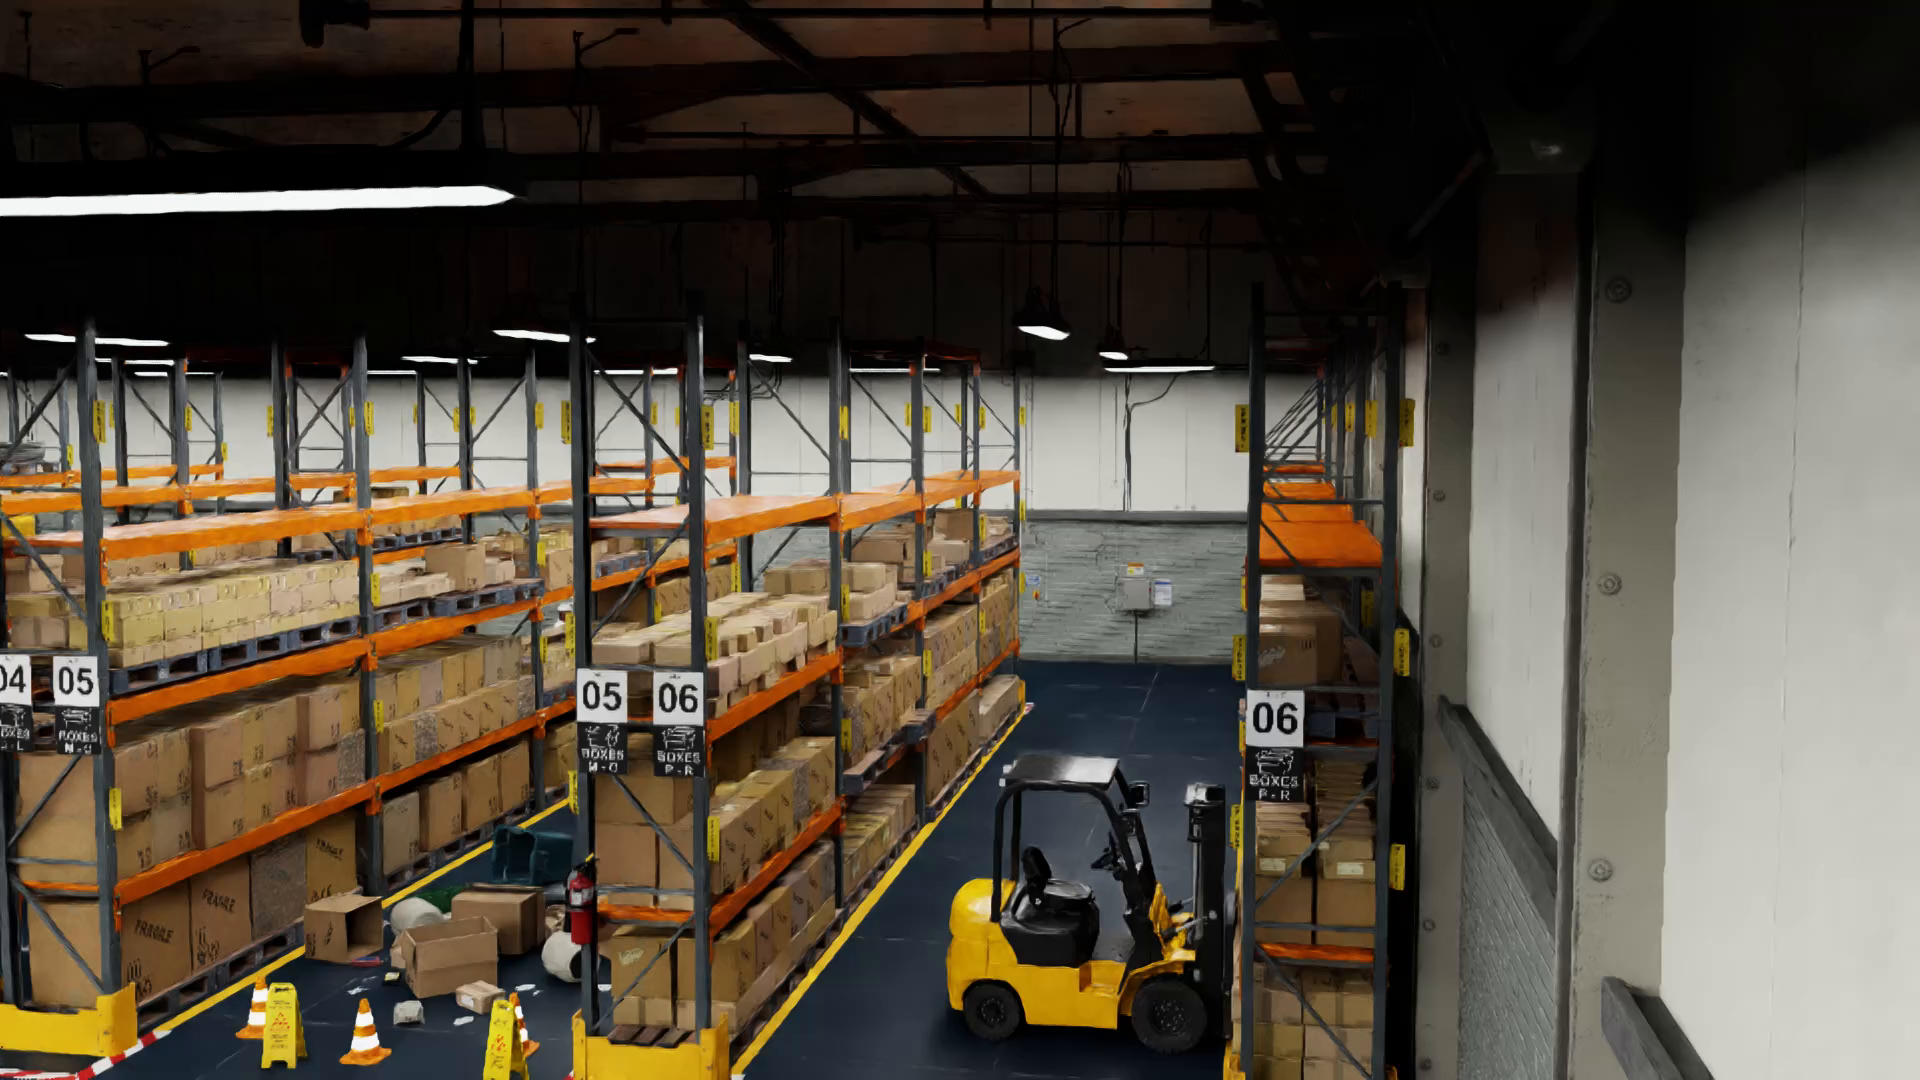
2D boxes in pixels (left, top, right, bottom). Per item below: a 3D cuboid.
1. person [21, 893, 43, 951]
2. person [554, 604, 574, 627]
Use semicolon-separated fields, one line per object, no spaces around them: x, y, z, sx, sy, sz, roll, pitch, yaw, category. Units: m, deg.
-8.573;3.022;15.961;0.556;1.712;1.030;1;5;10;person
-6.751;1.973;28.545;0.390;1.759;0.669;0;5;-1;person
